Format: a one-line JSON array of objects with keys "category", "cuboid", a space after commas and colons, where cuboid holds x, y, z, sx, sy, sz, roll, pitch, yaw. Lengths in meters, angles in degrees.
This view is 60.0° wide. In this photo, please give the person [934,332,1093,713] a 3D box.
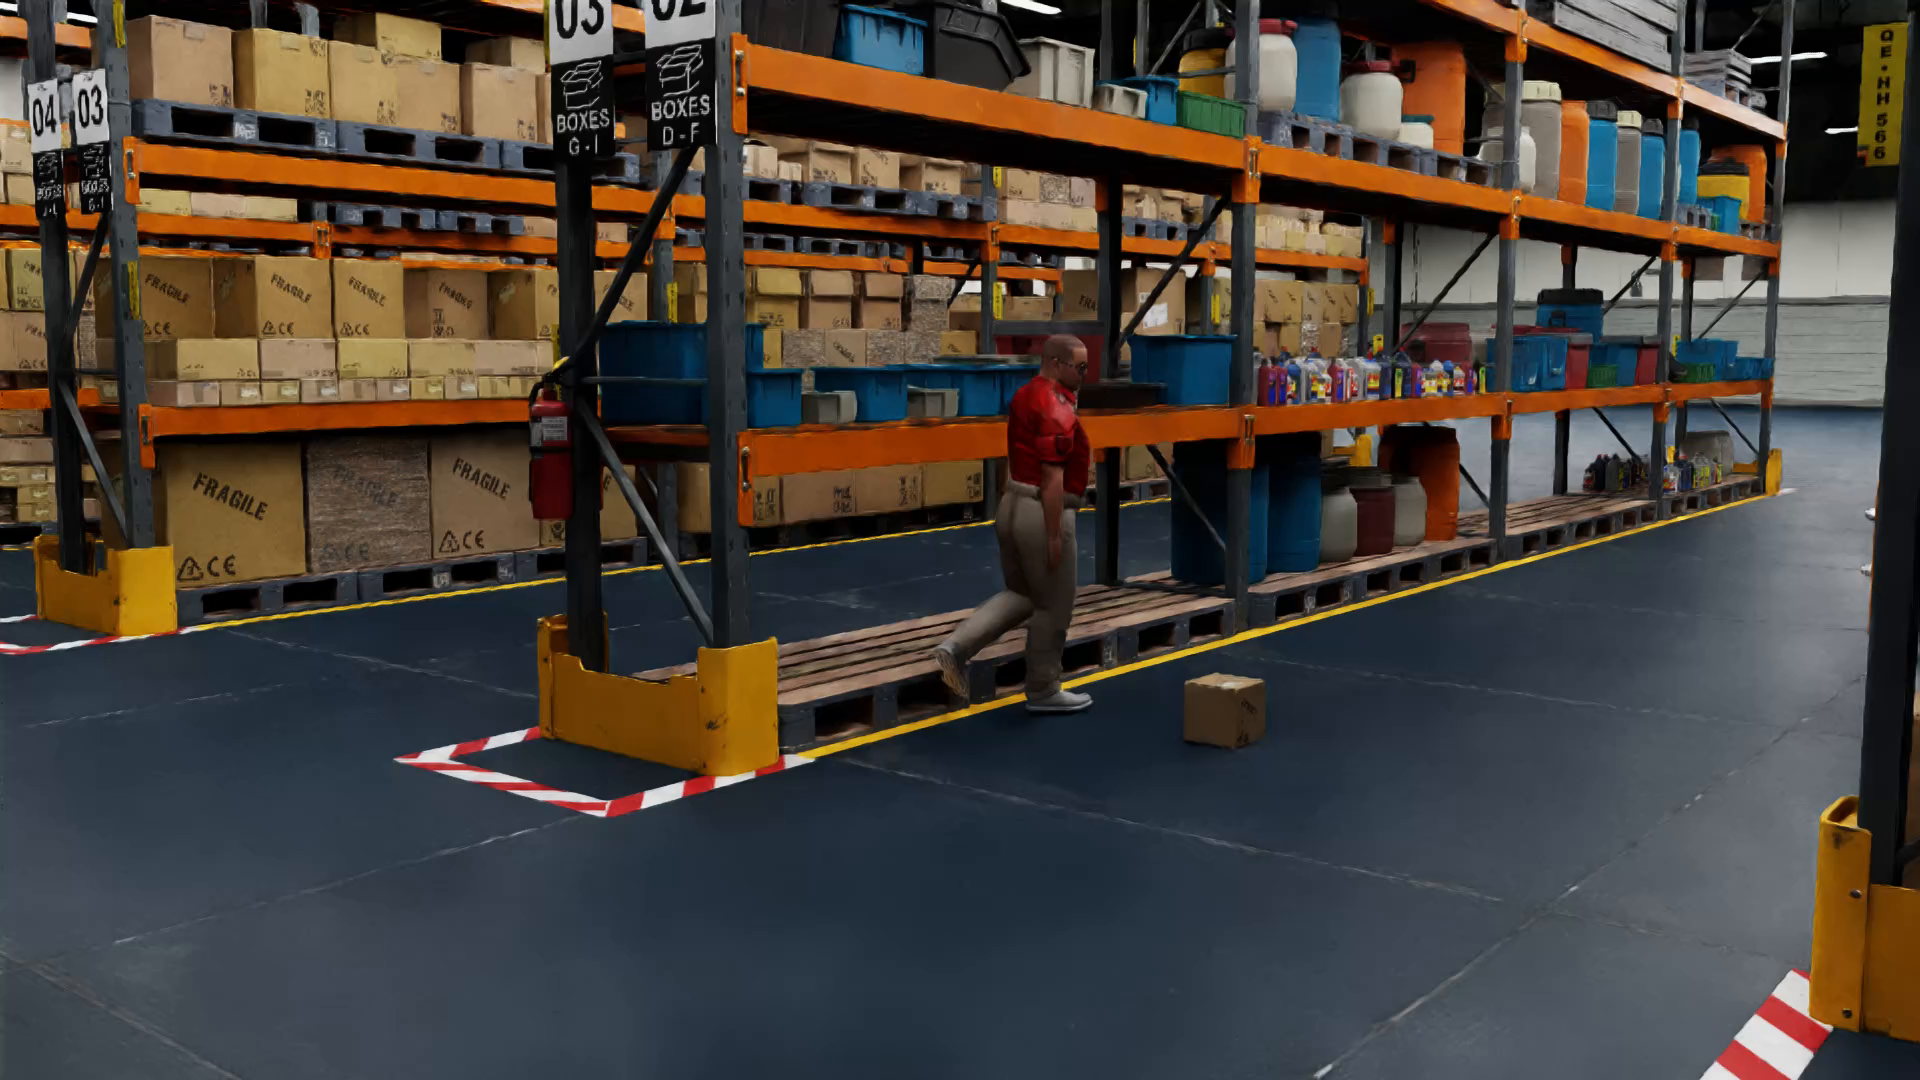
[{"category": "person", "cuboid": [0.295, -0.061, 7.337, 0.721, 1.702, 0.592, -3, 7, -24]}]
